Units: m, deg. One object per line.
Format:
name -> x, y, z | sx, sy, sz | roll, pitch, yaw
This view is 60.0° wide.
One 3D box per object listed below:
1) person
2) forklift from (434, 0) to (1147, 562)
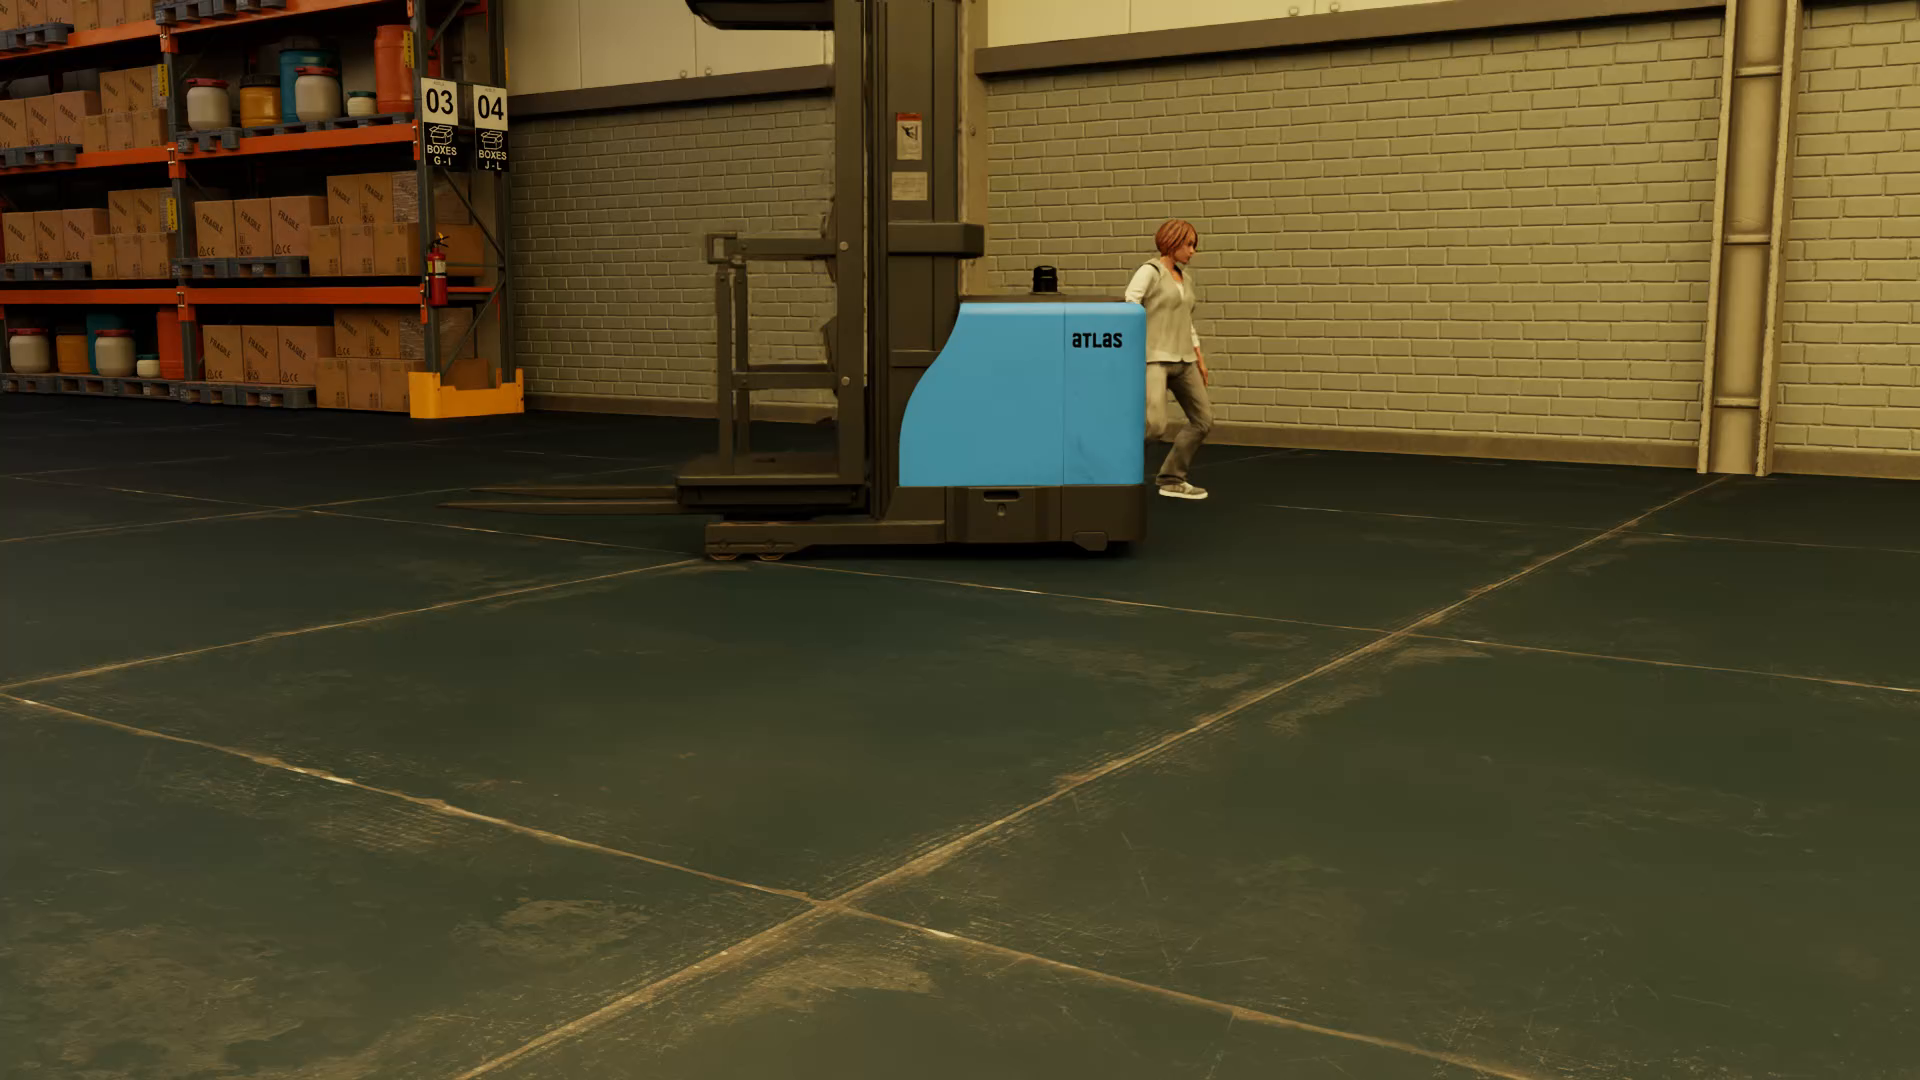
person -> 1.041, -0.951, 8.983 | 0.742, 1.508, 0.444 | -6, 10, -38
forklift -> -0.737, -1.436, 7.290 | 3.031, 2.935, 1.130 | 0, 8, -3
